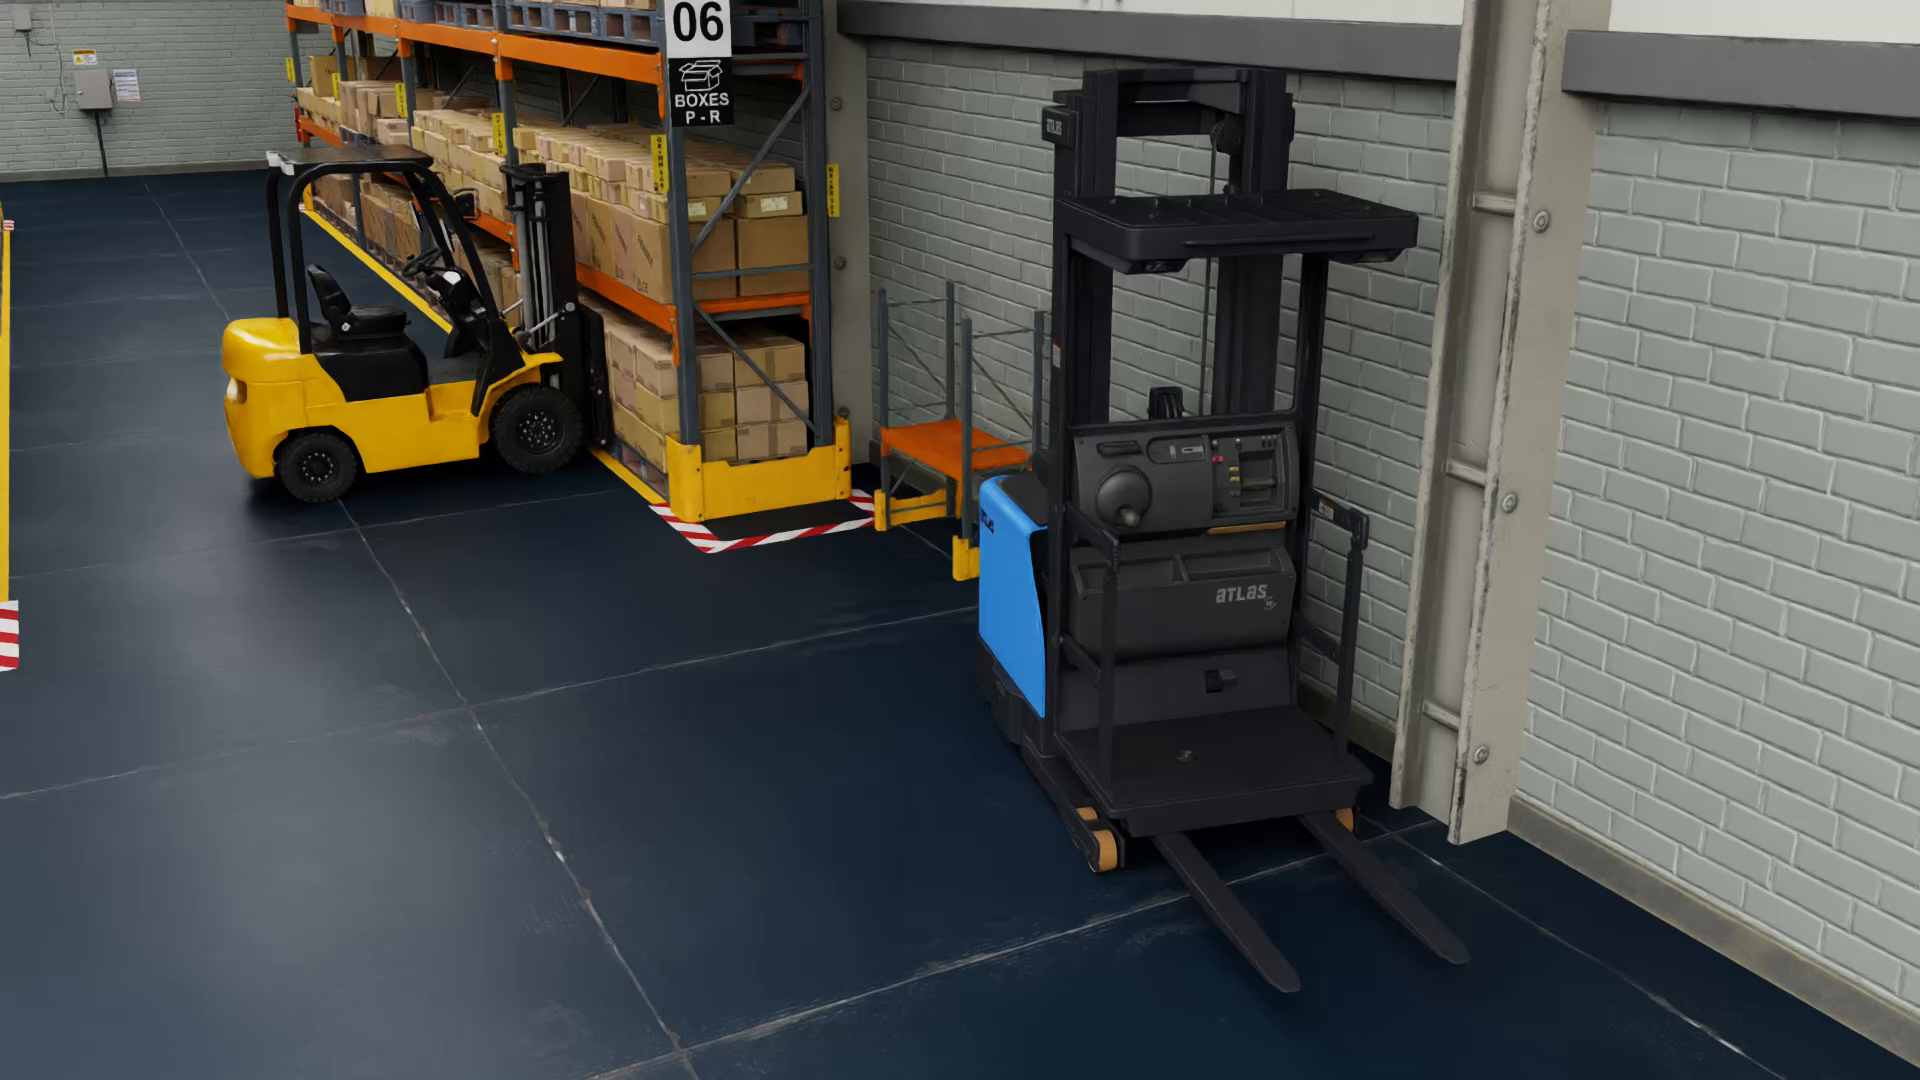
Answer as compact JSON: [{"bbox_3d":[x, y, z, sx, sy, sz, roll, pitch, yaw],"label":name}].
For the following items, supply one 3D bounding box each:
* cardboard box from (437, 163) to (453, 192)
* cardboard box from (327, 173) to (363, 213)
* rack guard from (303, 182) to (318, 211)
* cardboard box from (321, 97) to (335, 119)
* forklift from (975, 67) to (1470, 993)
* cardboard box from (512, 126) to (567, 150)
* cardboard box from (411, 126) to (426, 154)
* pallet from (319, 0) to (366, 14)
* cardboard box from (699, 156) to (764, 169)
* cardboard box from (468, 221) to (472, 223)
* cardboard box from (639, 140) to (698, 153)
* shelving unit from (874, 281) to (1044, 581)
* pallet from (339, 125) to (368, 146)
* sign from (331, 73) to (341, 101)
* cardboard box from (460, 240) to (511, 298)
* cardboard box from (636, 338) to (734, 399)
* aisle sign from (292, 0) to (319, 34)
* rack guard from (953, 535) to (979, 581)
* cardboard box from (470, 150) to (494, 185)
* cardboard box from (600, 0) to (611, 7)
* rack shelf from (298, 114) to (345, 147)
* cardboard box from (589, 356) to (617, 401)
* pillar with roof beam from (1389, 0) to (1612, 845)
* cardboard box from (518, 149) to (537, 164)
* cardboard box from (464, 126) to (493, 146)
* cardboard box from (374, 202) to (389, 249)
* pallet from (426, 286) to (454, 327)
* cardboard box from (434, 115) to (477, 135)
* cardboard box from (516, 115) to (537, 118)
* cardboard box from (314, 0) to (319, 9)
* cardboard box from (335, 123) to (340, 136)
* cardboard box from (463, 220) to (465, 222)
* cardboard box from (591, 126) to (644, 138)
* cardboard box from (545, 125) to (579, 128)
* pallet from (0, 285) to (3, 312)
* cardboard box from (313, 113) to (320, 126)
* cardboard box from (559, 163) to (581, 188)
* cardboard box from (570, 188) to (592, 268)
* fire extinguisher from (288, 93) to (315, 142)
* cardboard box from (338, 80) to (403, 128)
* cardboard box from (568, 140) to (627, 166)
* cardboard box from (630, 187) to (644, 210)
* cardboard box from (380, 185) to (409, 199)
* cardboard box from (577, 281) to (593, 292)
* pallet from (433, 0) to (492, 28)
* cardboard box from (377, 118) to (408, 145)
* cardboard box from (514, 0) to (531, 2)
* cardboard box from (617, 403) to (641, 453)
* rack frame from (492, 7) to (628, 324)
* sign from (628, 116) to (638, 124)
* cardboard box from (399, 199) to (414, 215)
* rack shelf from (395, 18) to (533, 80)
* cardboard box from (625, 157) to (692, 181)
[{"bbox_3d":[-4.616,-3.435,15.718,0.500,0.250,0.500,-11,22,-28],"label":"cardboard box"},{"bbox_3d":[-8.154,-4.668,22.248,0.500,0.500,0.500,-10,21,-26],"label":"cardboard box"},{"bbox_3d":[-8.860,-5.056,24.018,1.175,0.500,0.348,-10,21,-27],"label":"rack guard"},{"bbox_3d":[-7.929,-5.576,21.467,0.500,0.250,0.500,-10,21,-27],"label":"cardboard box"},{"bbox_3d":[0.955,-0.243,6.342,1.130,2.935,3.031,-5,20,-14],"label":"forklift"},{"bbox_3d":[-3.308,-3.172,13.122,0.380,0.149,0.250,-10,21,-26],"label":"cardboard box"},{"bbox_3d":[-5.124,-3.960,16.471,0.500,0.250,0.500,-10,21,-27],"label":"cardboard box"},{"bbox_3d":[-6.749,-6.243,19.313,1.213,0.211,1.003,-10,21,-27],"label":"pallet"},{"bbox_3d":[-1.502,-2.445,11.014,0.380,0.149,0.250,-10,21,-26],"label":"cardboard box"},{"bbox_3d":[-5.071,-3.485,17.826,0.380,0.149,0.250,-9,21,-24],"label":"cardboard box"},{"bbox_3d":[-2.108,-2.814,12.085,0.380,0.149,0.250,-9,21,-25],"label":"cardboard box"},{"bbox_3d":[-0.015,-0.673,9.783,0.587,1.500,1.083,-10,22,-28],"label":"shelving unit"},{"bbox_3d":[-6.713,-4.774,19.664,1.003,0.211,1.213,-10,21,-27],"label":"pallet"},{"bbox_3d":[-7.471,-5.434,19.955,0.100,0.325,0.005,-10,21,-27],"label":"sign"},{"bbox_3d":[-4.176,-2.478,15.712,0.875,0.625,0.625,-11,22,-29],"label":"cardboard box"},{"bbox_3d":[-1.792,-1.122,10.823,0.500,0.250,0.500,-9,21,-25],"label":"cardboard box"},{"bbox_3d":[-9.187,-7.463,23.175,0.394,0.787,0.004,-10,21,-27],"label":"aisle sign"},{"bbox_3d":[0.228,0.059,9.576,0.587,0.250,0.087,-10,22,-28],"label":"rack guard"},{"bbox_3d":[-3.907,-3.228,14.352,0.500,0.250,0.500,-11,22,-28],"label":"cardboard box"},{"bbox_3d":[-2.080,-3.531,10.575,0.396,0.266,0.258,-10,21,-27],"label":"cardboard box"},{"bbox_3d":[-7.947,-5.346,22.127,1.077,0.370,4.000,-10,21,-27],"label":"rack shelf"},{"bbox_3d":[-2.297,-1.184,11.768,0.500,0.250,0.500,-11,22,-28],"label":"cardboard box"},{"bbox_3d":[-1.775,-2.453,3.444,9.100,9.000,0.400,-10,21,-27],"label":"pillar with roof beam"},{"bbox_3d":[-3.278,-3.037,13.185,0.380,0.149,0.250,-10,22,-28],"label":"cardboard box"},{"bbox_3d":[-4.188,-3.595,14.803,0.380,0.149,0.250,-10,21,-26],"label":"cardboard box"},{"bbox_3d":[-6.470,-3.659,19.326,0.500,0.500,0.500,-11,22,-28],"label":"cardboard box"},{"bbox_3d":[-4.741,-2.403,16.771,1.003,0.211,1.213,-10,21,-27],"label":"pallet"},{"bbox_3d":[-4.797,-3.961,15.863,0.380,0.149,0.250,-10,21,-26],"label":"cardboard box"},{"bbox_3d":[-4.239,-3.967,15.881,0.380,0.149,0.250,-10,21,-27],"label":"cardboard box"},{"bbox_3d":[-8.000,-6.841,21.145,0.380,0.149,0.250,-10,21,-26],"label":"cardboard box"},{"bbox_3d":[-7.658,-5.187,20.951,0.380,0.149,0.250,-9,21,-25],"label":"cardboard box"},{"bbox_3d":[-5.266,-3.288,18.251,0.500,0.500,0.500,-10,21,-26],"label":"cardboard box"},{"bbox_3d":[-2.698,-3.186,13.163,0.380,0.149,0.250,-11,22,-28],"label":"cardboard box"},{"bbox_3d":[-3.610,-3.605,14.834,0.380,0.149,0.250,-10,21,-27],"label":"cardboard box"},{"bbox_3d":[-10.347,-2.463,16.945,1.003,0.211,1.213,-10,21,-27],"label":"pallet"},{"bbox_3d":[-8.414,-5.627,22.224,0.380,0.149,0.250,-11,22,-28],"label":"cardboard box"},{"bbox_3d":[-2.696,-2.665,12.107,0.380,0.149,0.250,-11,22,-28],"label":"cardboard box"},{"bbox_3d":[-2.493,-2.255,11.913,0.500,0.500,0.500,-10,21,-26],"label":"cardboard box"},{"bbox_3d":[-9.373,-6.018,23.662,0.296,0.674,0.183,-10,21,-27],"label":"fire extinguisher"},{"bbox_3d":[-6.964,-5.184,19.758,0.700,0.500,0.500,-9,21,-25],"label":"cardboard box"},{"bbox_3d":[-2.626,-2.814,12.085,0.380,0.149,0.250,-10,21,-27],"label":"cardboard box"},{"bbox_3d":[-1.926,-2.229,10.846,0.380,0.149,0.250,-10,21,-26],"label":"cardboard box"},{"bbox_3d":[-6.587,-4.075,19.536,0.380,0.149,0.250,-10,22,-28],"label":"cardboard box"},{"bbox_3d":[-3.010,-1.850,12.934,0.500,0.250,0.500,-10,21,-27],"label":"cardboard box"},{"bbox_3d":[-4.163,-4.790,15.106,1.003,0.211,1.213,-9,21,-24],"label":"pallet"},{"bbox_3d":[-5.883,-4.344,17.707,0.500,0.250,0.500,-11,22,-29],"label":"cardboard box"},{"bbox_3d":[-3.017,-4.160,12.330,0.500,0.311,0.500,-9,21,-26],"label":"cardboard box"},{"bbox_3d":[-2.027,-0.796,11.410,0.500,0.250,0.500,-10,21,-27],"label":"cardboard box"},{"bbox_3d":[-3.198,-2.815,13.691,1.000,3.000,0.127,-10,21,-27],"label":"rack frame"},{"bbox_3d":[-2.710,-3.348,13.787,0.100,0.325,0.005,-10,21,-27],"label":"sign"},{"bbox_3d":[-6.002,-3.700,18.448,0.380,0.149,0.250,-10,22,-27],"label":"cardboard box"},{"bbox_3d":[-4.148,-4.467,14.983,1.077,0.370,4.000,-10,21,-27],"label":"rack shelf"},{"bbox_3d":[-1.999,-2.451,11.033,0.380,0.149,0.250,-10,21,-26],"label":"cardboard box"}]
